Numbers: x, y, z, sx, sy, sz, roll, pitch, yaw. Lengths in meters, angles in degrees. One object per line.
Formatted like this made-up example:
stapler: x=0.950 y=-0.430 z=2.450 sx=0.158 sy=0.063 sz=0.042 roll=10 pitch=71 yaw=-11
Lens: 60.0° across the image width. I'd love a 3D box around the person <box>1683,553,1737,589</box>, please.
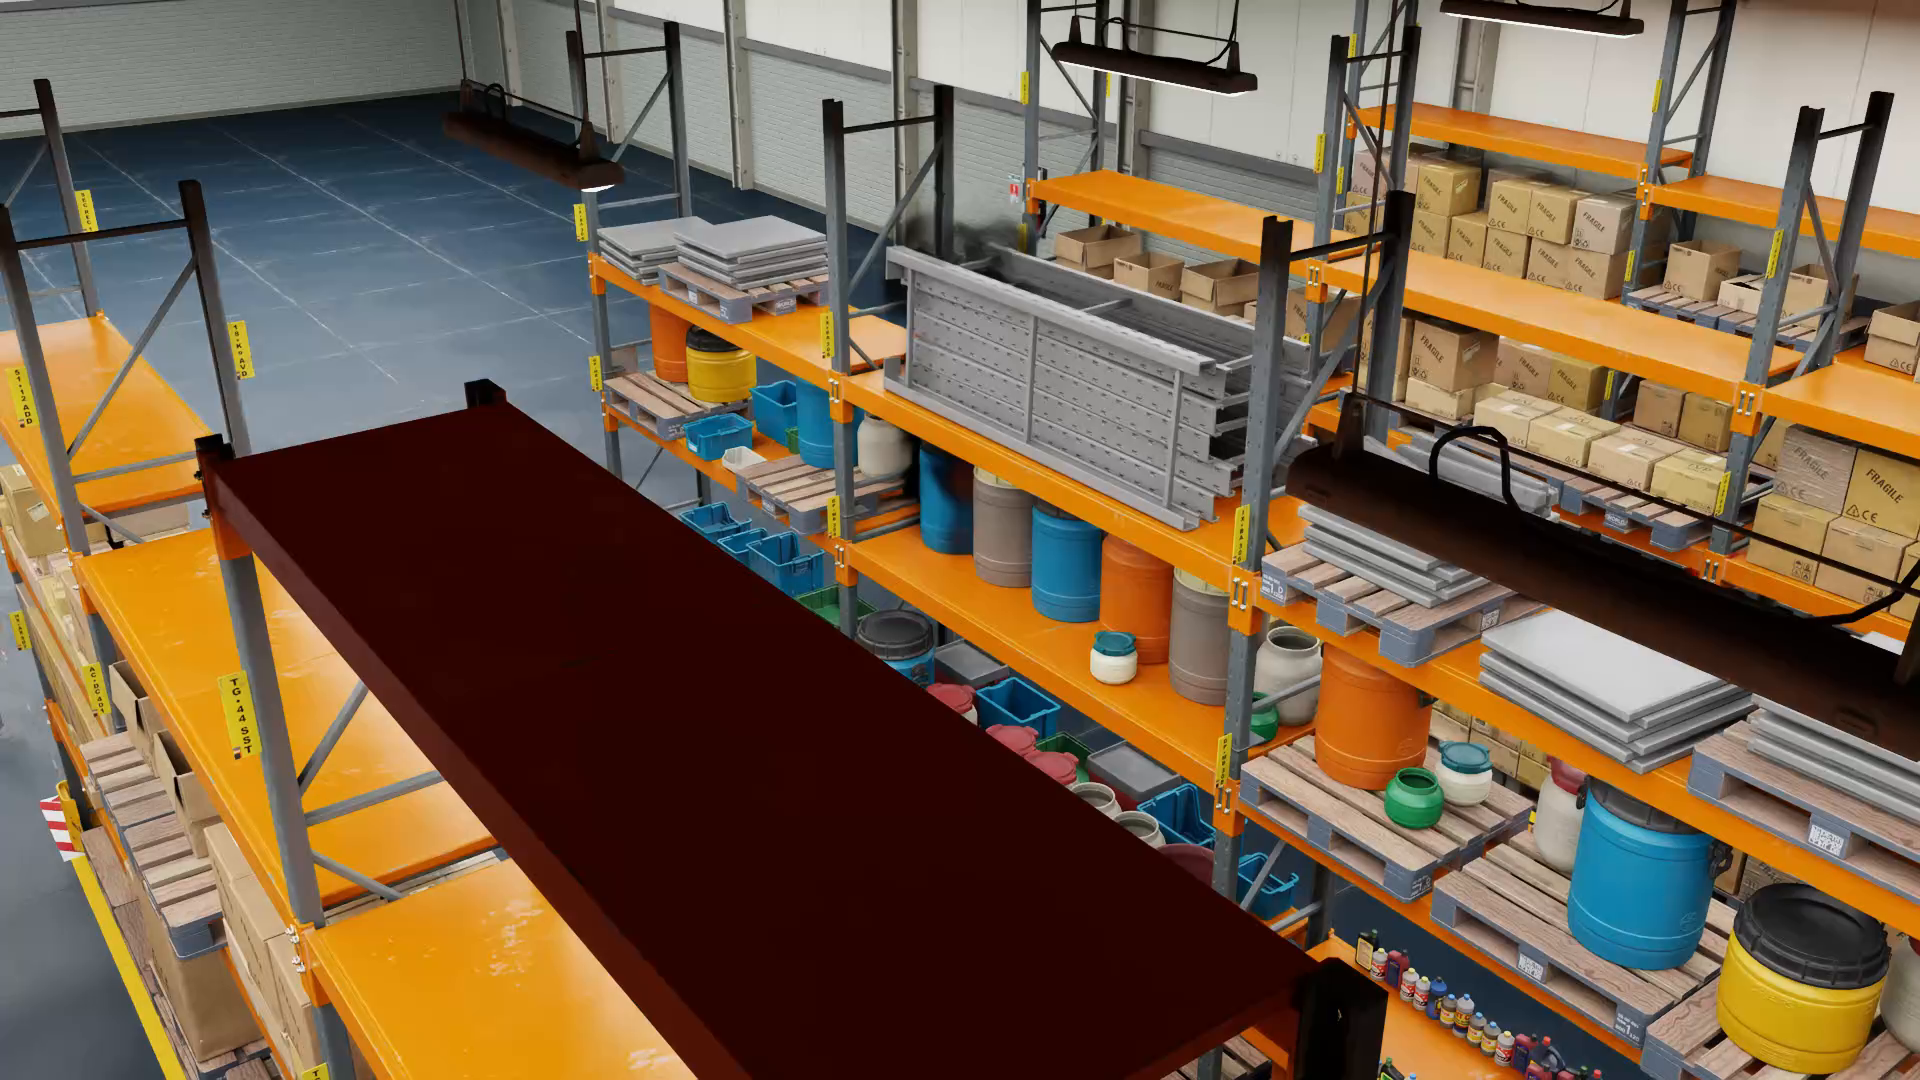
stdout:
person: x=6.913 y=0.677 z=15.554 sx=0.636 sy=1.729 sz=1.058 roll=-20 pitch=31 yaw=-36
